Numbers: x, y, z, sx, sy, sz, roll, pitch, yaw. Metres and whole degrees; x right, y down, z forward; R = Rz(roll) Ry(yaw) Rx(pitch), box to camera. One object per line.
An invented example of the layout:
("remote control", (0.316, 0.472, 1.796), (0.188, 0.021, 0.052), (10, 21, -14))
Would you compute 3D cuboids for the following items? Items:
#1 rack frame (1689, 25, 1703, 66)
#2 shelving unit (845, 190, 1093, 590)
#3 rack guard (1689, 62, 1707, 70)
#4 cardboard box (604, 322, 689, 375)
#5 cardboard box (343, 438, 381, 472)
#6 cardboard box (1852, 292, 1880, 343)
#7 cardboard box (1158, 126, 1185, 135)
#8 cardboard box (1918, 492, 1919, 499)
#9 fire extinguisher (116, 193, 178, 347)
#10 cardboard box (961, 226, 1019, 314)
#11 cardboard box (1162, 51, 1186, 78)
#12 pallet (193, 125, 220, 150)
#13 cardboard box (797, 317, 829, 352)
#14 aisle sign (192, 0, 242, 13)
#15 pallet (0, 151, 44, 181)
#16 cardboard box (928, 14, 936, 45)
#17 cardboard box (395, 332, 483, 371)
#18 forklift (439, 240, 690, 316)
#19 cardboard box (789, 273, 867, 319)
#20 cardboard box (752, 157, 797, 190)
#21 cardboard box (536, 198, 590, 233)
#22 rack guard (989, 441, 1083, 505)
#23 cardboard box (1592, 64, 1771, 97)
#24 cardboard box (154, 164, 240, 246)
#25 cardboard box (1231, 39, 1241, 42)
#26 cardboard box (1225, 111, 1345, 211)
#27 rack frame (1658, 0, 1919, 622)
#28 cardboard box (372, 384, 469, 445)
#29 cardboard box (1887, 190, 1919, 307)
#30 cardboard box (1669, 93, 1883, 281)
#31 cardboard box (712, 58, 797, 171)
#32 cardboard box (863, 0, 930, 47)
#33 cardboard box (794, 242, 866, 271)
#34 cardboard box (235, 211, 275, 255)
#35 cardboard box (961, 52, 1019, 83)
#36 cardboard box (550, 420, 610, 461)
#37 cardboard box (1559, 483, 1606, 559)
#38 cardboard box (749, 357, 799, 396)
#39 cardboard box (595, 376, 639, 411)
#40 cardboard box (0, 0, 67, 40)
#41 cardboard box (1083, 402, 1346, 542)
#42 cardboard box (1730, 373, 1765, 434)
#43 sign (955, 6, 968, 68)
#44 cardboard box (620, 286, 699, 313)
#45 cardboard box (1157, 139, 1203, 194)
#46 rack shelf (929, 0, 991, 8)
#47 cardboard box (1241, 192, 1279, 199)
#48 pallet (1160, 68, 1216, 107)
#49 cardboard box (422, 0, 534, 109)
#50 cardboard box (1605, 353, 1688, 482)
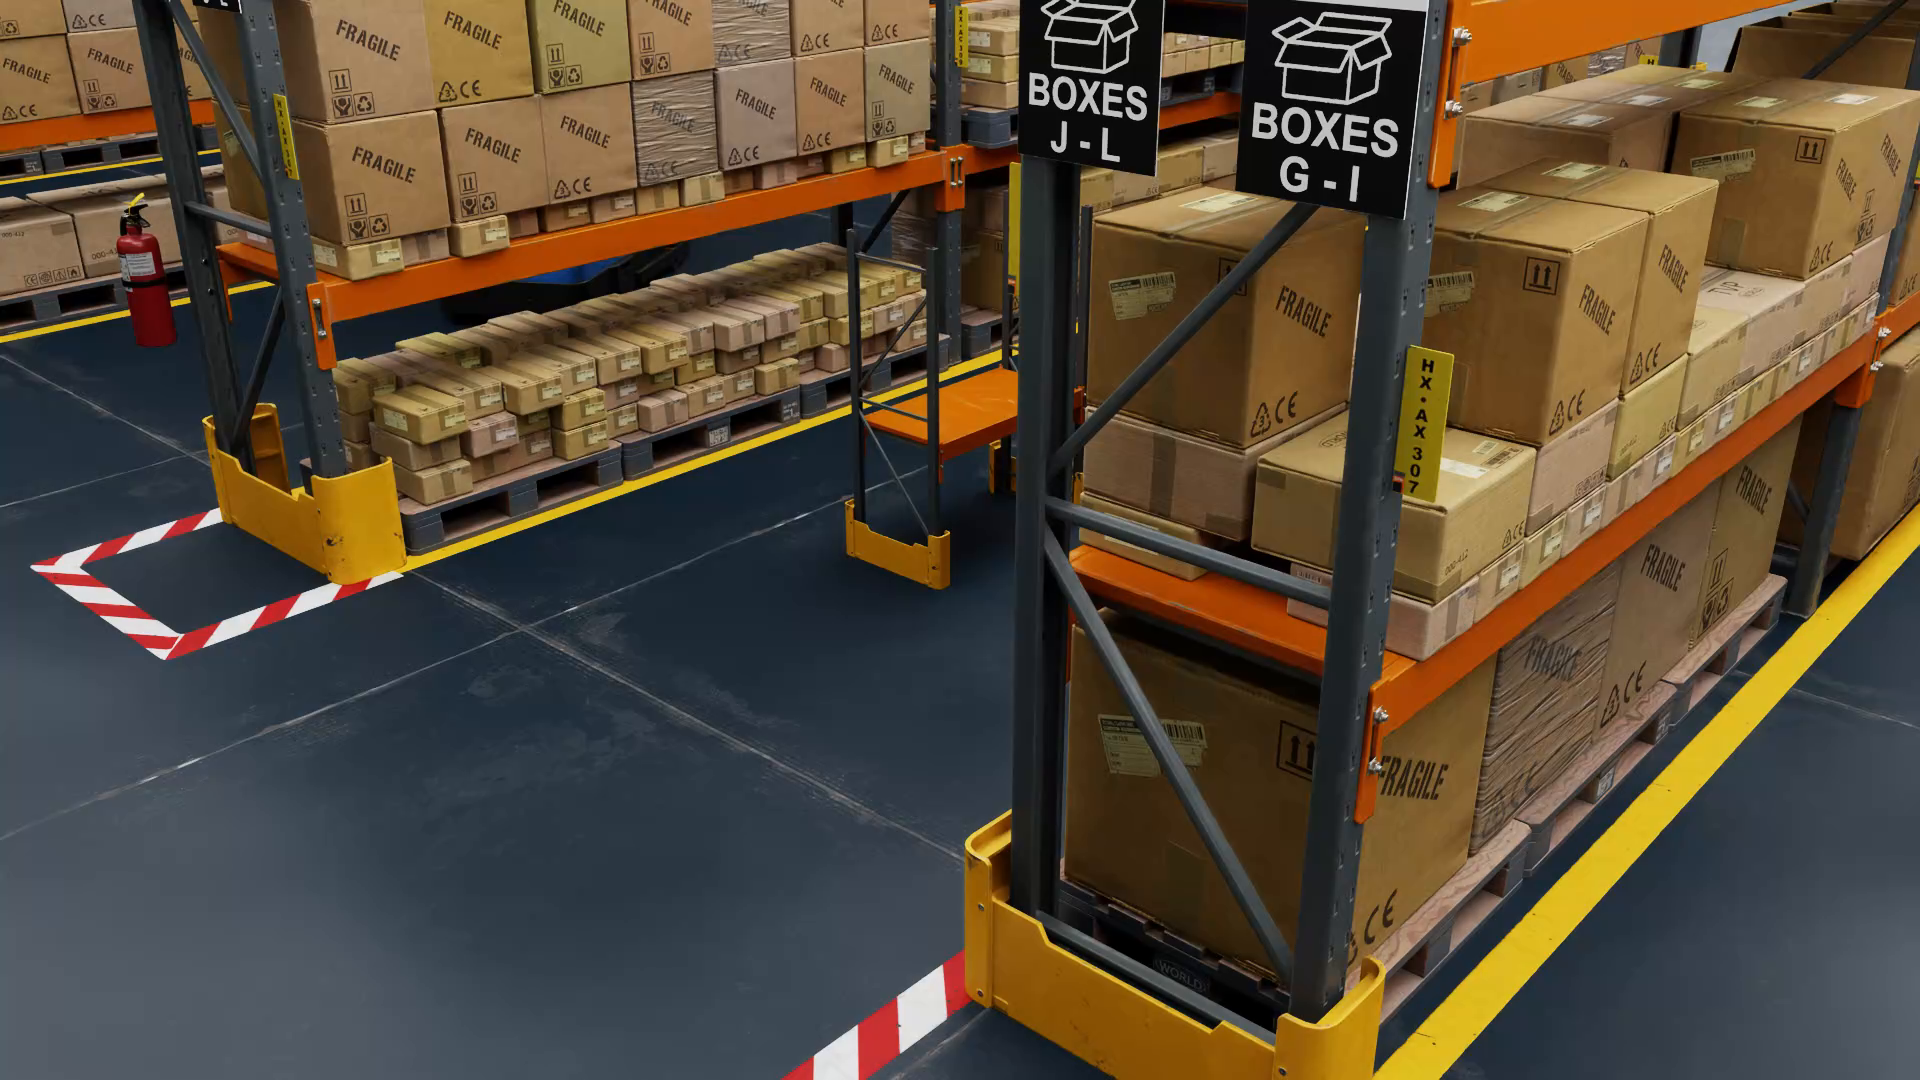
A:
("rack frame", (7.606, -6.222, 17.960), (1.000, 3.000, 0.127), (20, 31, 38))
("shelving unit", (0.051, -0.708, 7.495), (0.587, 1.500, 1.083), (20, 31, 38))
("rack guard", (7.622, -5.088, 18.488), (1.175, 0.500, 0.348), (20, 31, 38))
("cardboard box", (-1.606, -0.982, 8.519), (0.380, 0.149, 0.250), (21, 31, 38))
("cardboard box", (-2.877, -0.455, 8.070), (0.380, 0.149, 0.250), (21, 31, 38))
("cardboard box", (3.264, -0.884, 6.361), (0.380, 0.149, 0.250), (20, 31, 38))
("cardboard box", (1.288, -2.879, 12.130), (0.500, 0.250, 0.500), (20, 31, 37))
("cardboard box", (4.231, -0.876, 8.120), (1.225, 0.875, 0.875), (19, 30, 36))
("fire extinguisher", (-3.585, -1.191, 7.290), (0.296, 0.674, 0.183), (20, 31, 38))
("cardboard box", (0.288, -1.769, 10.572), (0.500, 0.500, 0.500), (22, 32, 39))
("cardboard box", (1.240, -3.112, 10.819), (0.380, 0.149, 0.250), (18, 30, 35))
("pallet", (-7.341, -4.226, 16.918), (1.003, 0.211, 1.213), (20, 31, 38))
("cardboard box", (-0.954, -1.187, 9.340), (0.380, 0.149, 0.250), (20, 31, 38))
("aisle sign", (-2.898, -2.429, 6.324), (0.394, 0.787, 0.004), (20, 31, 38))
("pallet", (-9.129, -3.386, 15.044), (1.003, 0.211, 1.213), (20, 31, 38))
("cardboard box", (-0.281, -3.090, 10.041), (0.380, 0.149, 0.250), (22, 32, 40))
("cardboard box", (-2.619, -0.914, 8.367), (0.380, 0.149, 0.250), (19, 31, 36))
("forklift", (-2.624, -3.328, 11.590), (1.130, 2.935, 3.031), (5, 25, 11))
("cardboard box", (-0.749, -1.382, 9.410), (0.380, 0.149, 0.250), (20, 31, 37))
("cardboard box", (-1.082, -1.964, 8.771), (0.380, 0.149, 0.250), (19, 30, 35))
("cardboard box", (-1.984, -1.590, 7.937), (0.380, 0.149, 0.250), (20, 31, 37))
("rack guard", (0.383, -0.289, 8.089), (0.587, 0.250, 0.087), (20, 31, 38))
("cardboard box", (2.713, -1.514, 6.363), (0.500, 0.500, 0.500), (20, 31, 38))
("cardboard box", (-5.253, -2.474, 12.220), (0.875, 0.438, 0.875), (19, 30, 36))
("cardboard box", (1.758, -3.483, 11.283), (0.380, 0.149, 0.250), (20, 31, 38))
("cardboard box", (2.740, -3.110, 13.257), (1.050, 0.750, 0.750), (20, 31, 37))
("rack frame", (3.223, -1.181, 6.717), (1.000, 3.000, 0.127), (20, 31, 38))
("cardboard box", (-2.470, -0.576, 7.612), (0.380, 0.149, 0.250), (18, 30, 35))
("cardboard box", (3.716, -1.298, 6.856), (0.500, 0.500, 0.500), (20, 31, 38))
("cardboard box", (2.778, -1.225, 5.720), (0.500, 0.500, 0.500), (21, 31, 38))
("cardboard box", (-1.196, -2.213, 8.534), (0.500, 0.500, 0.500), (20, 31, 37))
("cardboard box", (-0.515, -2.986, 9.036), (0.500, 0.500, 0.500), (19, 30, 36))
("cardboard box", (-0.787, -1.679, 10.073), (0.380, 0.149, 0.250), (22, 32, 40))
("cardboard box", (-3.066, -1.409, 7.533), (0.380, 0.149, 0.250), (20, 31, 38))
("cardboard box", (0.202, -2.773, 9.698), (0.380, 0.149, 0.250), (21, 31, 38))
("cardboard box", (-1.958, -0.538, 8.254), (0.380, 0.149, 0.250), (21, 31, 38))
("cardboard box", (1.550, -0.102, 4.617), (0.380, 0.149, 0.250), (20, 31, 37))
("cardboard box", (-1.102, -0.929, 9.126), (0.380, 0.149, 0.250), (20, 31, 37))
("cardboard box", (-1.851, -0.785, 8.442), (0.380, 0.149, 0.250), (18, 30, 35))
("cardboard box", (-5.954, -3.397, 10.317), (0.500, 0.500, 0.500), (19, 30, 36))
("cardboard box", (0.679, -0.249, 4.459), (0.500, 0.250, 0.500), (20, 31, 37))
("cardboard box", (2.406, -0.492, 5.488), (0.380, 0.149, 0.250), (20, 31, 37))
("sign", (0.006, -2.815, 9.303), (0.100, 0.325, 0.005), (20, 31, 38))
("cardboard box", (-1.656, -1.275, 9.171), (0.380, 0.149, 0.250), (19, 30, 35))
("cardboard box", (1.325, -2.590, 11.486), (0.500, 0.250, 0.500), (21, 32, 39))
("rack shelf", (-0.152, -5.386, 16.976), (1.077, 0.370, 4.000), (20, 31, 38))
("cardboard box", (2.022, -2.563, 12.343), (0.500, 0.500, 0.500), (20, 31, 37))
("pallet", (0.976, -3.083, 11.193), (1.003, 0.211, 1.213), (20, 31, 38))
("cardboard box", (-2.243, -2.204, 7.292), (0.500, 0.500, 0.500), (21, 32, 39))
("cardboard box", (1.755, -0.414, 4.827), (0.500, 0.250, 0.500), (19, 30, 36))
